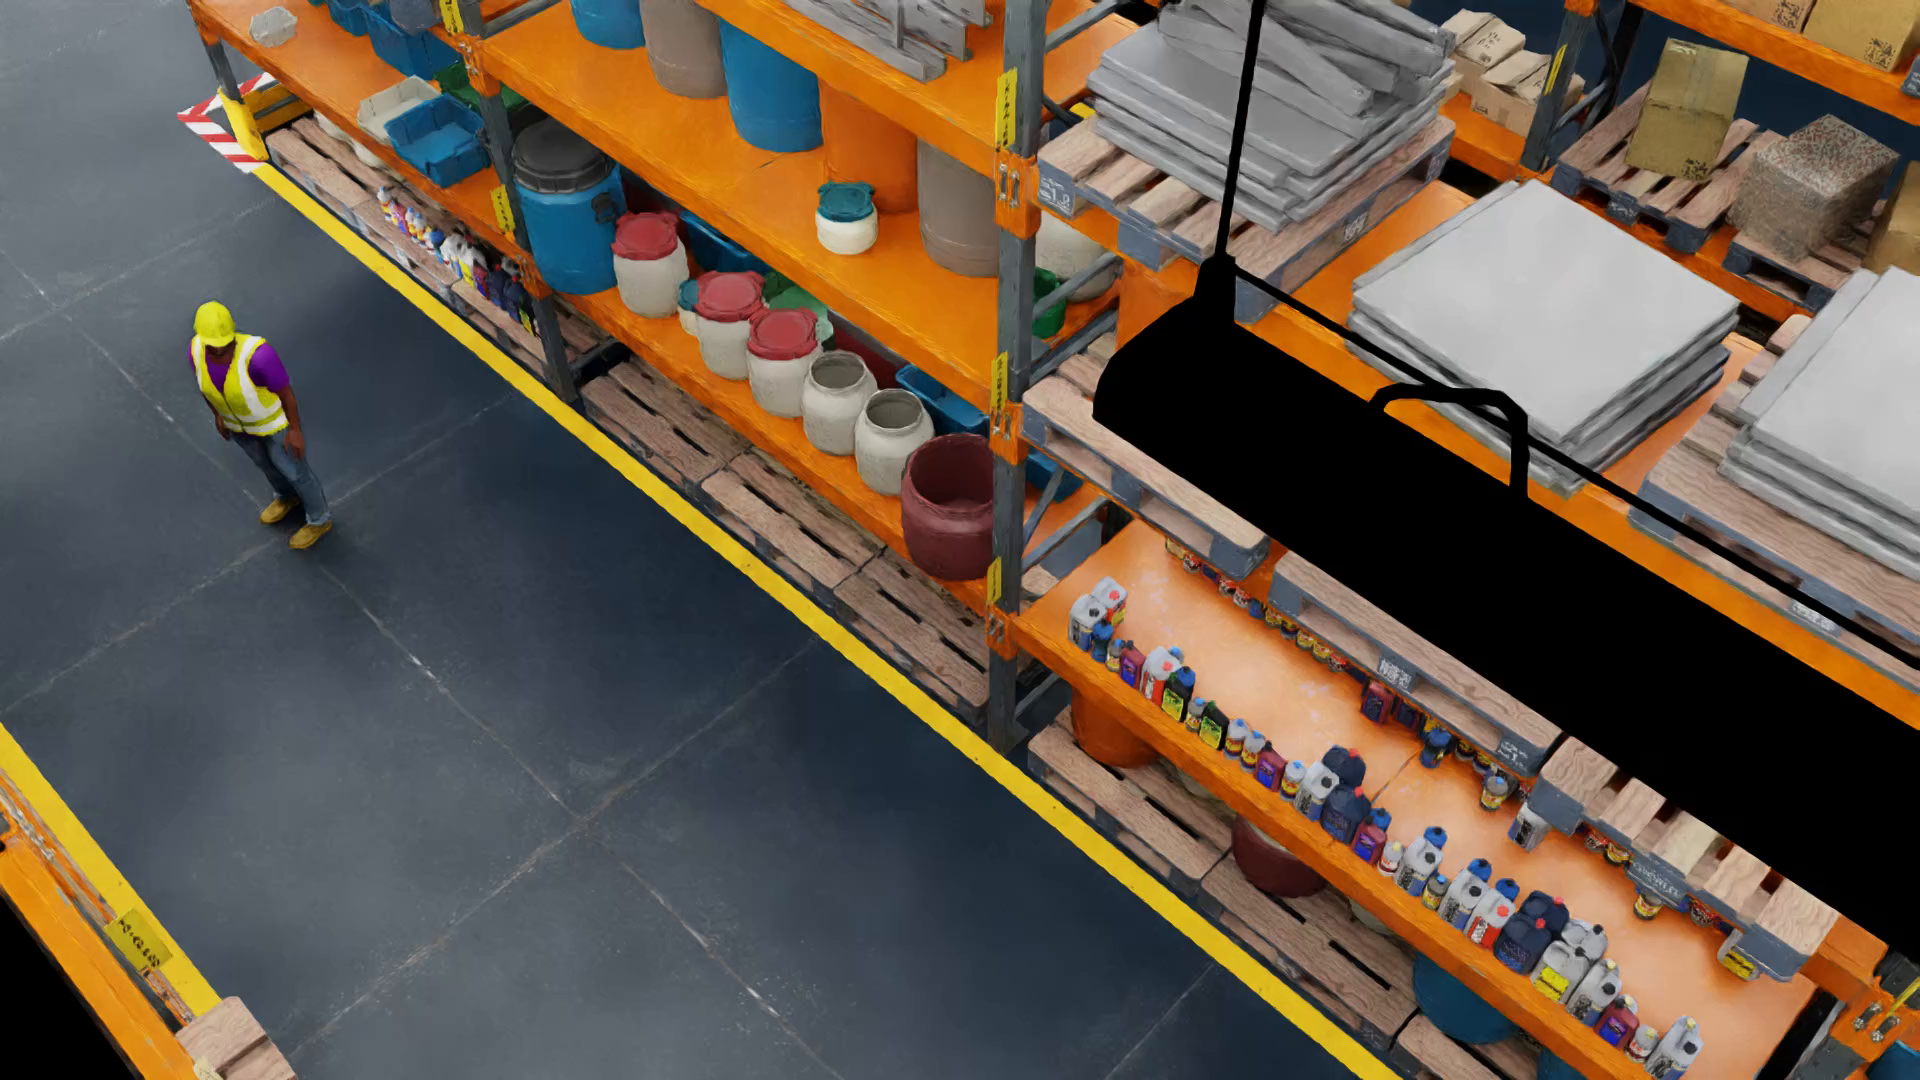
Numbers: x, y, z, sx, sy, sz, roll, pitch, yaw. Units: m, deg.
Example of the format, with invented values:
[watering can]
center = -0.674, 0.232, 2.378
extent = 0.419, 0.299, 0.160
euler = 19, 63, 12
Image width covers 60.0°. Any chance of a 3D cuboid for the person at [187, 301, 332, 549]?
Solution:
[person]
center = -4.151, -0.671, 9.783
extent = 0.628, 1.762, 0.456
euler = 12, 51, 10
